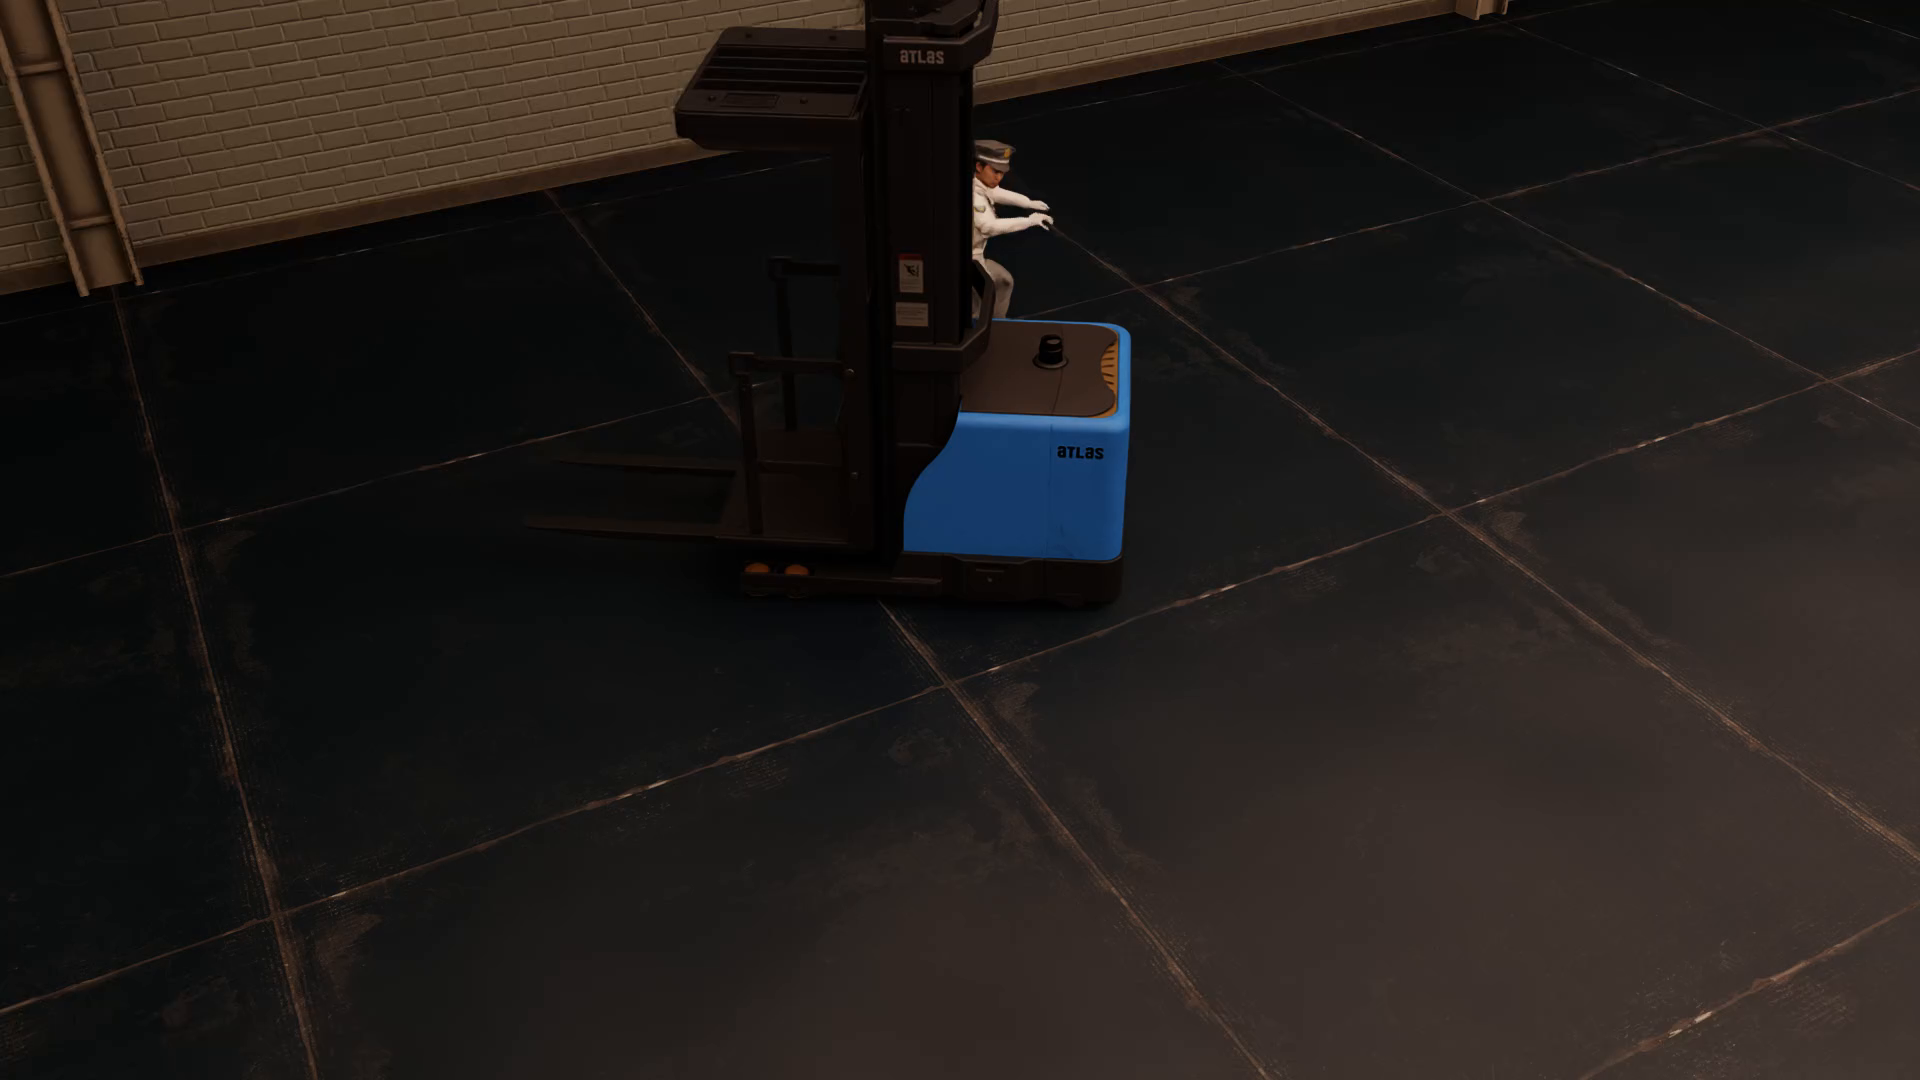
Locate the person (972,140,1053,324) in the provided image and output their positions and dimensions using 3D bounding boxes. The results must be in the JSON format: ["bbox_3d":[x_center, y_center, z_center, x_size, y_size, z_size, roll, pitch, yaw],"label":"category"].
[{"bbox_3d":[0.274,-1.656,9.807,1.047,1.424,0.760,-28,44,-33],"label":"person"}]

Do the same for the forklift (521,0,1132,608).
[{"bbox_3d":[-0.679,-1.206,7.830,3.031,2.935,1.130,3,35,4],"label":"forklift"}]
